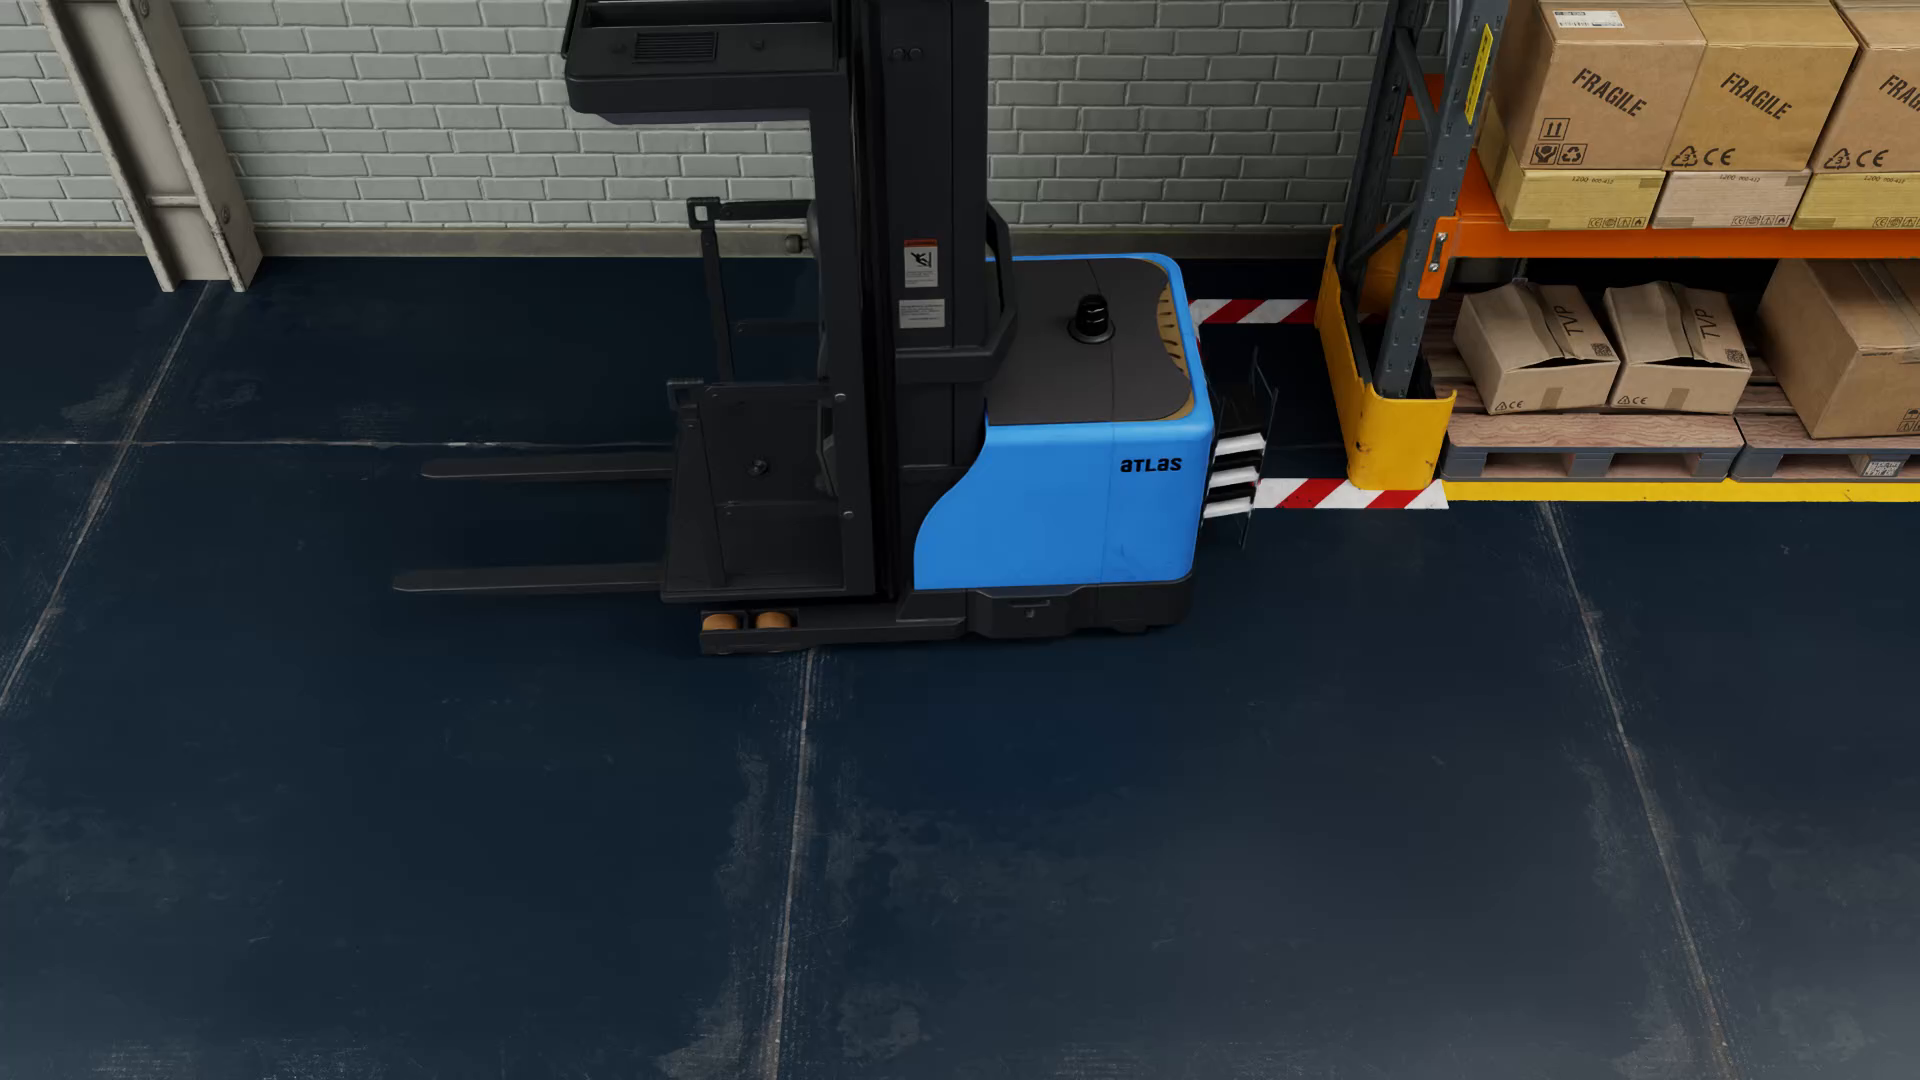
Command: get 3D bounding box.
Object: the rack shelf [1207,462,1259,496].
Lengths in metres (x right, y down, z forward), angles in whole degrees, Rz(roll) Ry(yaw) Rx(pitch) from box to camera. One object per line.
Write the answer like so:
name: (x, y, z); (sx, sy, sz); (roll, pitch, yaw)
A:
rack shelf: (1.020, -0.303, 6.454); (0.200, 0.077, 0.258); (-9, 51, -9)

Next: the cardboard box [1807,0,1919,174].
cardboard box: (3.220, -1.634, 5.798); (0.500, 0.500, 0.500); (-1, 47, -1)

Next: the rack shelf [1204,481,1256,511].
rack shelf: (1.019, -0.245, 6.523); (0.200, 0.077, 0.258); (-9, 51, -9)

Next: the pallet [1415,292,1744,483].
pallet: (2.621, -0.680, 7.239); (1.213, 0.211, 1.003); (0, 47, 0)

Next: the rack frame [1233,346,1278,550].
rack frame: (1.120, -0.341, 6.444); (0.006, 0.900, 0.240); (-9, 51, -9)

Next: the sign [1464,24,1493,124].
sign: (1.731, -1.556, 5.558); (0.005, 0.325, 0.100); (0, 47, 0)

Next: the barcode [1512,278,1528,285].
barcode: (2.444, -1.120, 7.274); (0.075, 0.075, 0.001); (0, 47, 0)

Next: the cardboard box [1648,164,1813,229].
cardboard box: (2.739, -1.389, 6.083); (0.500, 0.250, 0.500); (-1, 47, -1)

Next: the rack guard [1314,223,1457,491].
rack guard: (1.809, -0.806, 7.159); (0.348, 0.500, 1.175); (0, 47, 0)

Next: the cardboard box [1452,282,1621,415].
cardboard box: (2.424, -0.824, 7.004); (0.500, 0.311, 0.500); (-5, 47, -4)

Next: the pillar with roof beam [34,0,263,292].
pillar with roof beam: (-3.580, -1.199, 1.718); (0.400, 9.000, 9.100); (0, 47, 0)

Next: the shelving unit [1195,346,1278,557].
shelving unit: (1.021, -0.325, 6.428); (0.210, 0.900, 0.258); (-9, 51, -9)

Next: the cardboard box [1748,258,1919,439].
cardboard box: (3.728, -0.849, 6.898); (0.500, 0.500, 0.700); (-3, 47, -2)

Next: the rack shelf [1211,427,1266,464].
rack shelf: (1.022, -0.419, 6.316); (0.200, 0.077, 0.258); (-9, 51, -9)

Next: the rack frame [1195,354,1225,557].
rack frame: (0.921, -0.308, 6.413); (0.006, 0.900, 0.240); (-9, 51, -9)

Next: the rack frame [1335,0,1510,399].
rack frame: (1.733, -1.658, 6.244); (0.127, 3.000, 1.000); (0, 47, 0)

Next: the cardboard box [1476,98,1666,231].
cardboard box: (2.220, -1.380, 6.074); (0.500, 0.250, 0.500); (-1, 47, -1)

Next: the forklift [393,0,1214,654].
forklift: (-0.645, -0.961, 5.642); (3.031, 2.935, 1.130); (-2, 47, -2)

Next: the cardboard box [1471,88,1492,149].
cardboard box: (2.201, -1.755, 6.423); (0.500, 0.250, 0.500); (1, 47, 1)

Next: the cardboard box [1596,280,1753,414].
cardboard box: (2.994, -0.823, 7.003); (0.500, 0.311, 0.500); (4, 47, 3)

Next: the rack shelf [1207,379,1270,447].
rack shelf: (1.023, -0.477, 6.247); (0.200, 0.077, 0.258); (-9, 51, -9)

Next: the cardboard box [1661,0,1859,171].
cardboard box: (2.703, -1.640, 5.803); (0.500, 0.500, 0.500); (0, 47, 0)

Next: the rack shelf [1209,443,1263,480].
rack shelf: (1.021, -0.361, 6.385); (0.200, 0.077, 0.258); (-9, 51, -9)

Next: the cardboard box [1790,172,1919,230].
cardboard box: (3.248, -1.384, 6.077); (0.500, 0.250, 0.500); (-1, 47, 0)

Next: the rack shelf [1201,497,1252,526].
rack shelf: (1.018, -0.187, 6.592); (0.200, 0.077, 0.258); (-9, 51, -9)

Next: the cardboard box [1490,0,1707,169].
cardboard box: (2.209, -1.648, 5.811); (0.500, 0.500, 0.500); (0, 47, 0)

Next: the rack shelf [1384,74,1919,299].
rack shelf: (3.733, -1.408, 6.503); (4.000, 0.370, 1.077); (0, 47, 0)

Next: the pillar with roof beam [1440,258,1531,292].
pillar with roof beam: (2.420, -1.182, 1.703); (0.400, 9.000, 9.100); (0, 47, 0)

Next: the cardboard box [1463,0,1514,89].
cardboard box: (2.205, -2.024, 6.161); (0.500, 0.500, 0.500); (0, 47, 0)

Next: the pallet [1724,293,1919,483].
pallet: (3.838, -0.675, 7.234); (1.213, 0.211, 1.003); (0, 47, 0)
